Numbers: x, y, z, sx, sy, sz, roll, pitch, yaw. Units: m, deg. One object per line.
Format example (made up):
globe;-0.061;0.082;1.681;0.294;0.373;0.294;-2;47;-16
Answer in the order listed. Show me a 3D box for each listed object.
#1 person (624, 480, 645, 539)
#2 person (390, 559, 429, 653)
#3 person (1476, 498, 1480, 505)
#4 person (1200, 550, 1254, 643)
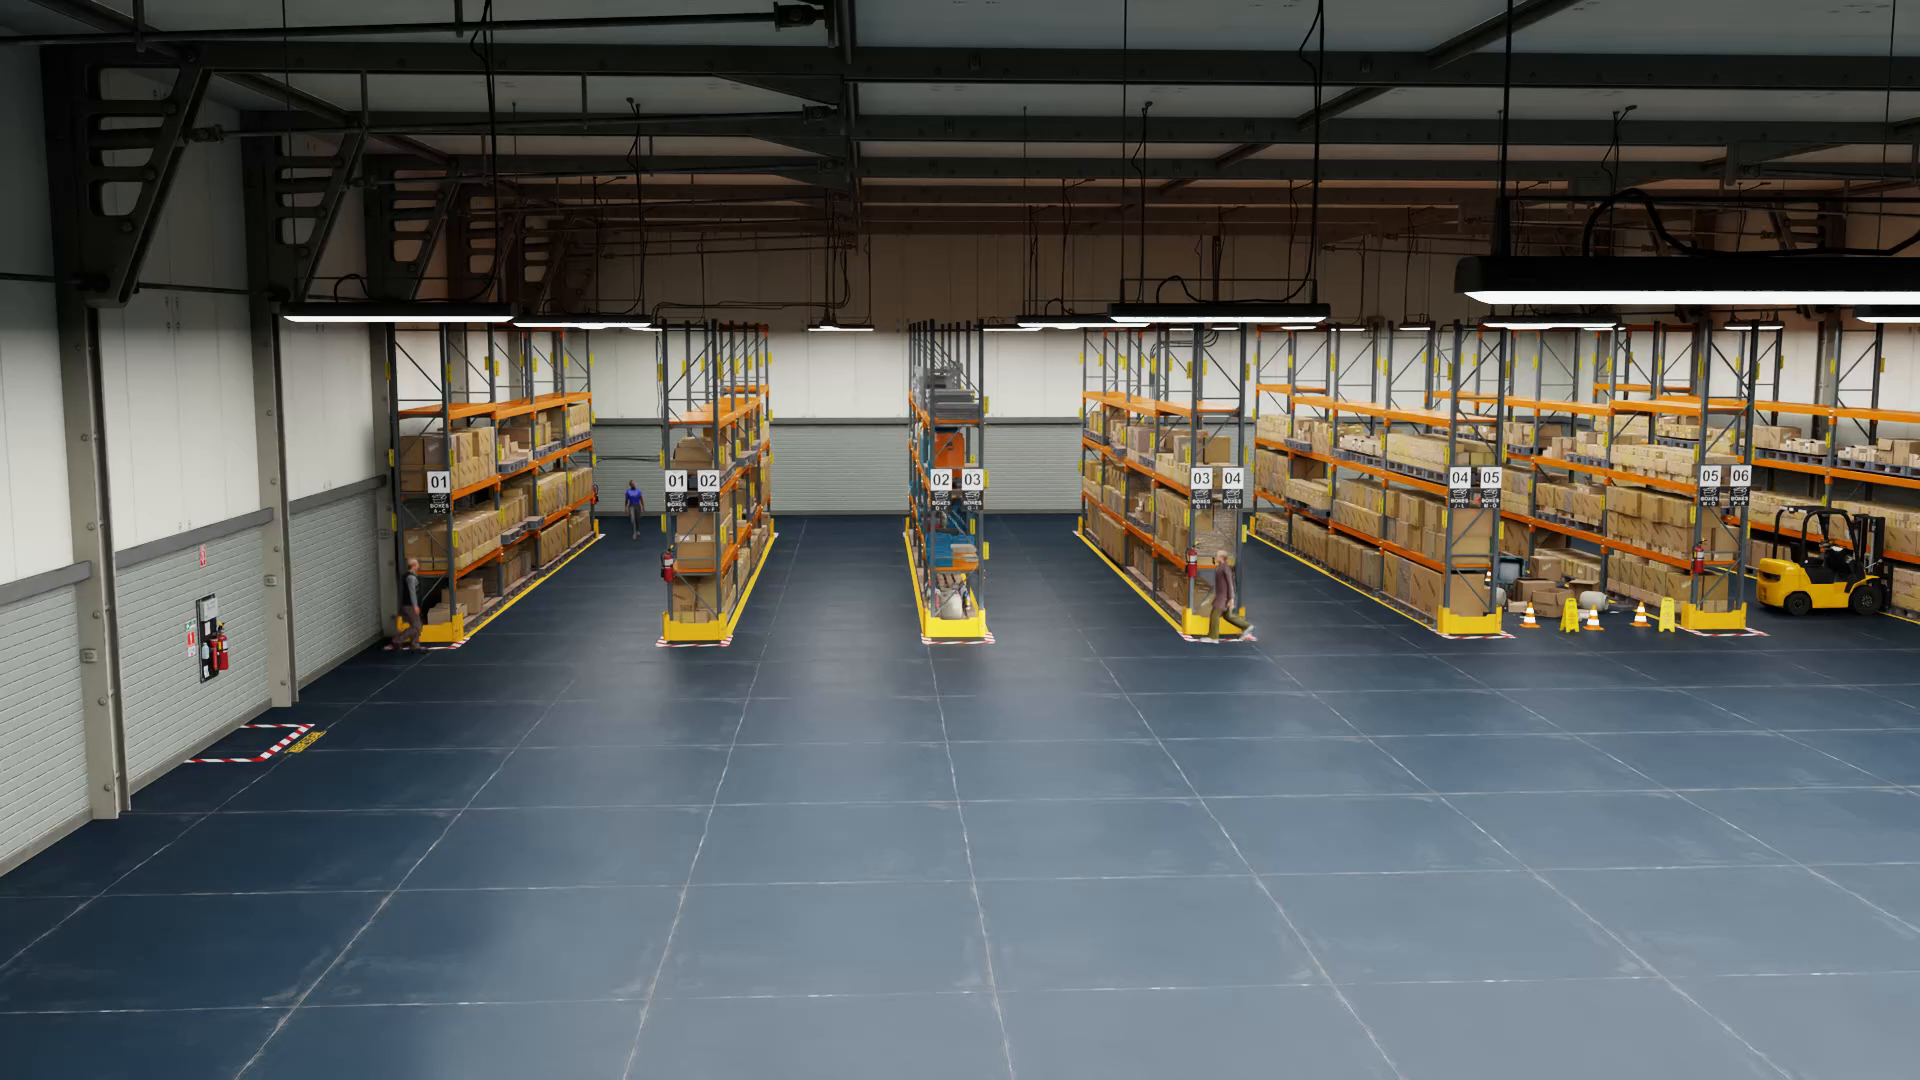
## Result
person;-9.171;-0.886;46.912;0.536;1.612;0.953;-3;8;-20
person;-9.873;1.194;29.713;0.684;1.719;0.553;-3;8;-25
person;12.731;-0.173;40.485;0.535;1.767;0.473;-3;8;-25
person;4.971;1.046;30.876;1.067;1.737;0.647;-1;7;-5
